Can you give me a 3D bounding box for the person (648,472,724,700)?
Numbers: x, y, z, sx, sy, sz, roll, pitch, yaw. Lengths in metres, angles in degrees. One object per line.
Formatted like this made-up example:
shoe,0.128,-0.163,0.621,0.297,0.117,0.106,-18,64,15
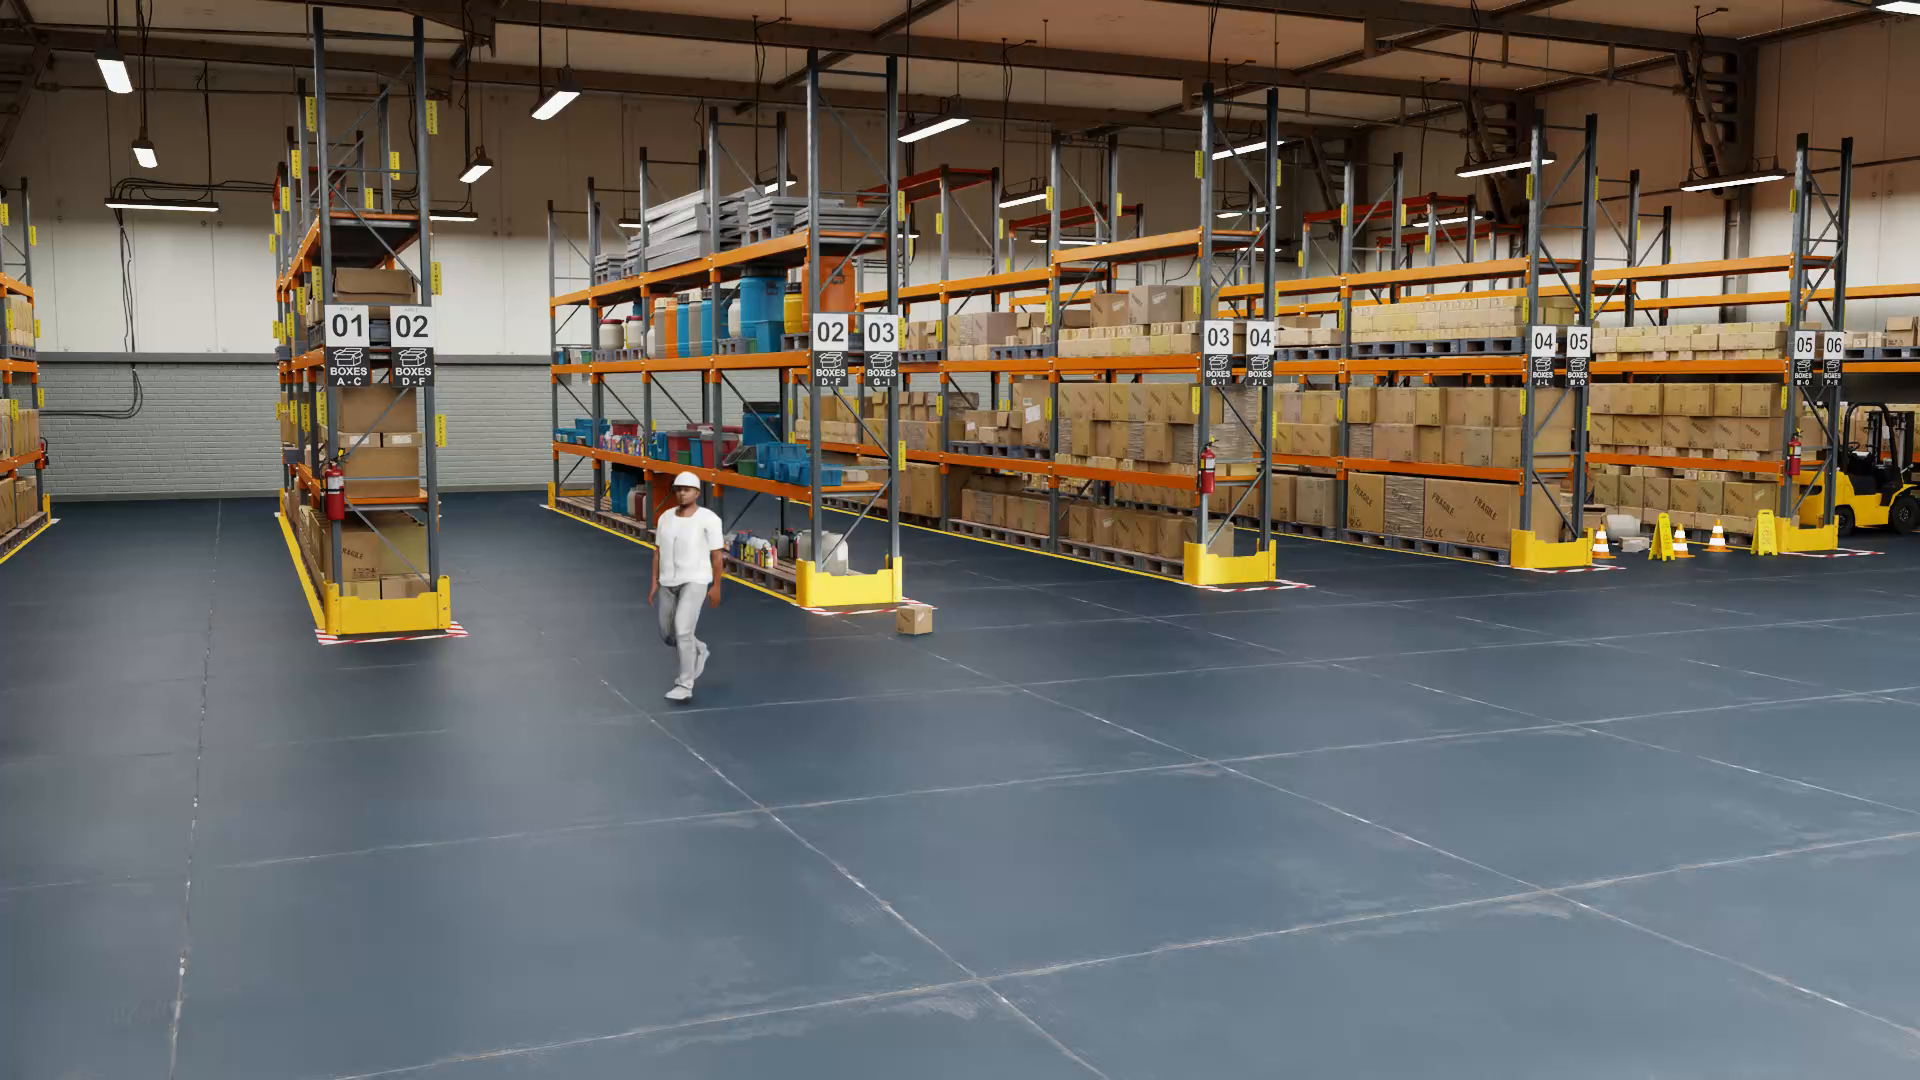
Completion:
person,-2.131,0.336,12.958,0.559,1.741,0.822,2,6,24
